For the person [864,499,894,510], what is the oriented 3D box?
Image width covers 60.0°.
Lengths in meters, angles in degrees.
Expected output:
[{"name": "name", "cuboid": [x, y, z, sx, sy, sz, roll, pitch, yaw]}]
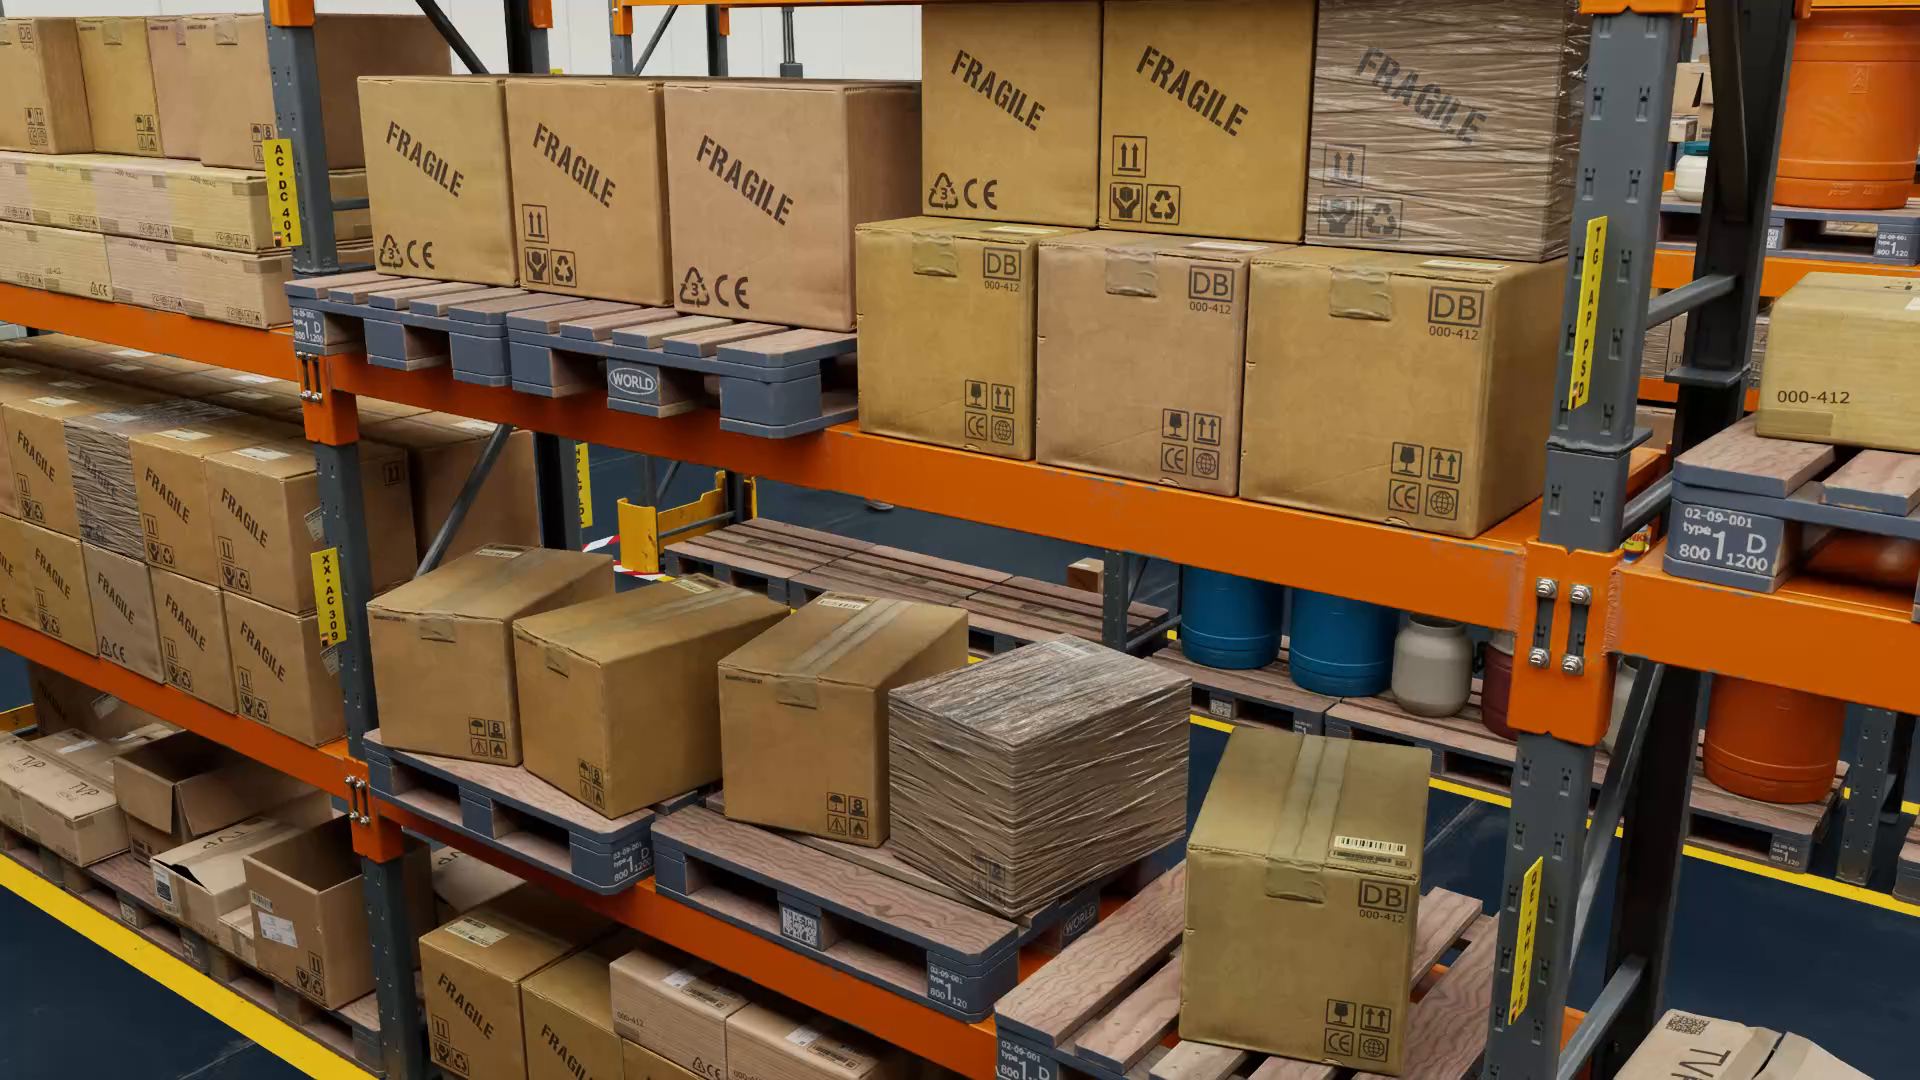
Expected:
[{"name": "person", "cuboid": [-0.674, -1.060, 13.474, 0.420, 1.668, 0.627, 15, 23, 42]}]
